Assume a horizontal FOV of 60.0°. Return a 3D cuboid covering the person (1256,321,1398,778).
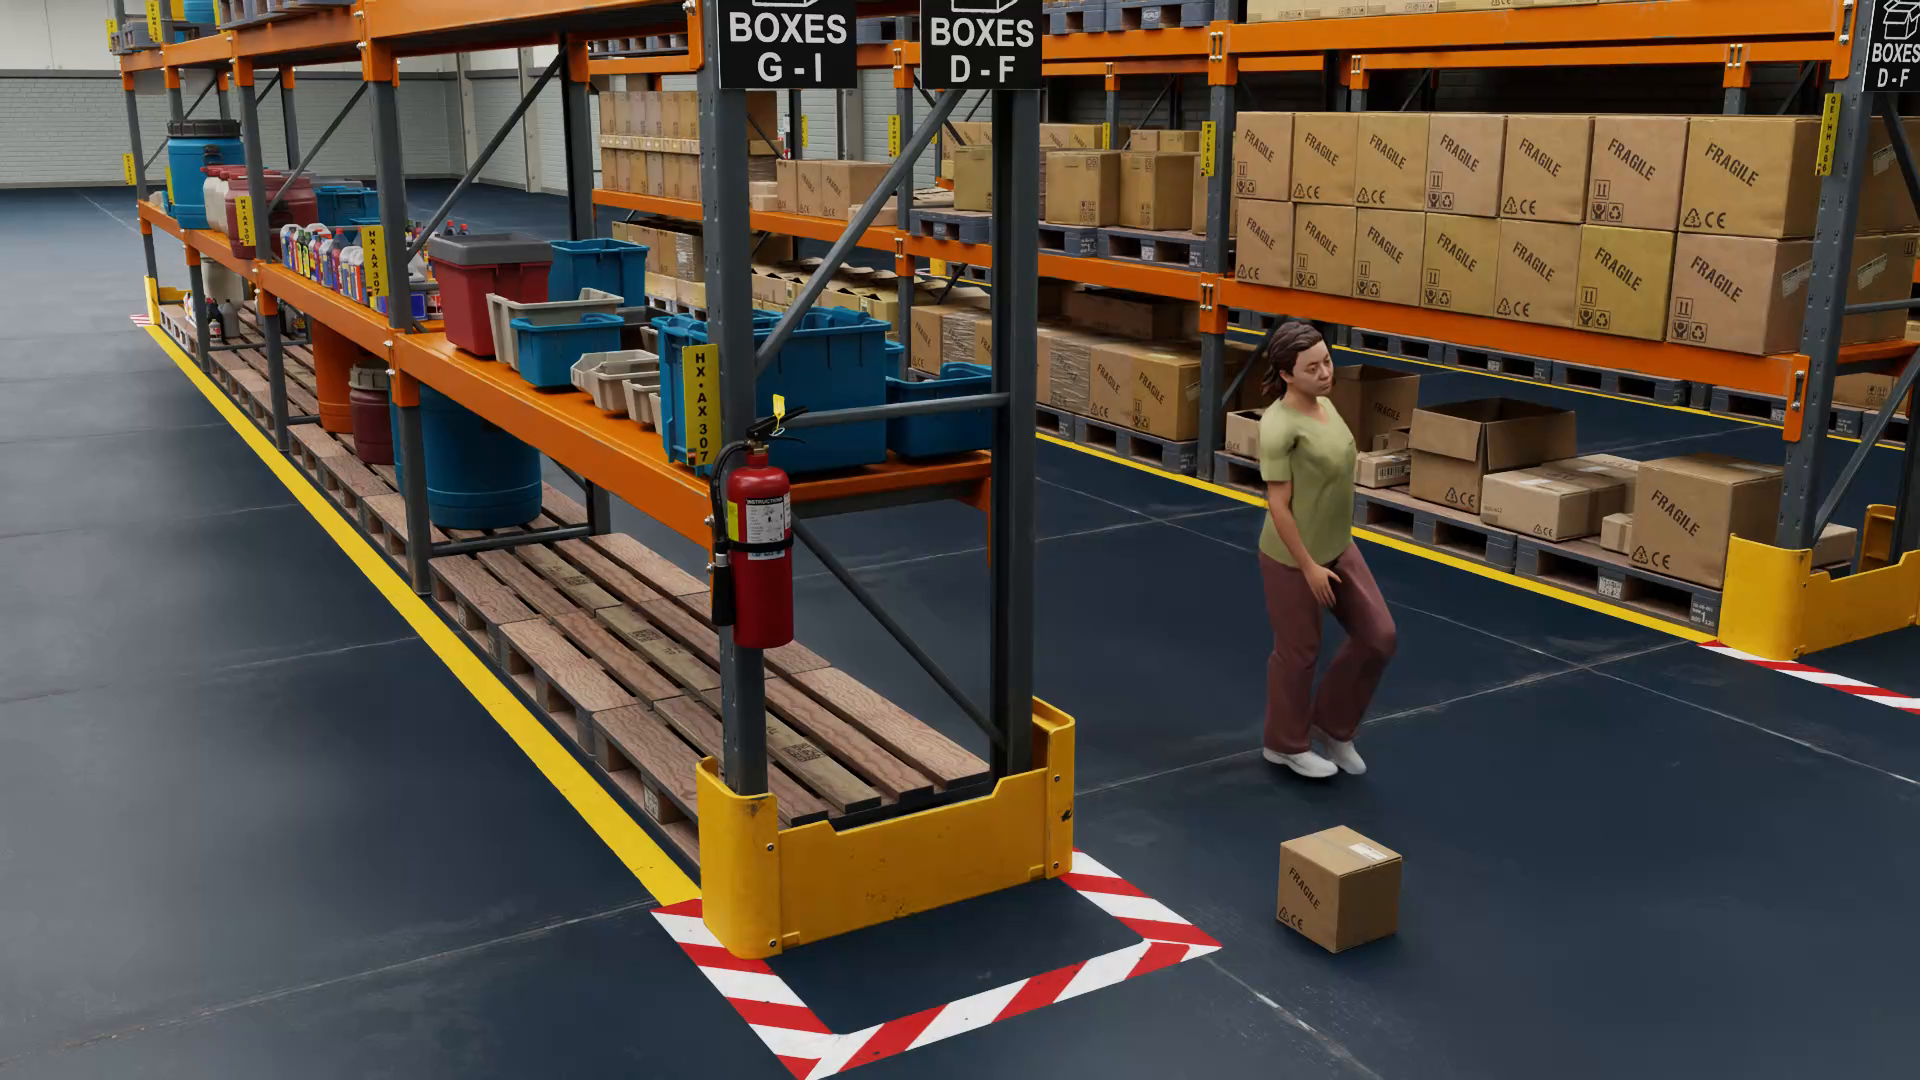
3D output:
[{"bbox_3d":[1.237,0.079,5.746,0.457,1.679,0.558,14,20,42],"label":"person"}]
